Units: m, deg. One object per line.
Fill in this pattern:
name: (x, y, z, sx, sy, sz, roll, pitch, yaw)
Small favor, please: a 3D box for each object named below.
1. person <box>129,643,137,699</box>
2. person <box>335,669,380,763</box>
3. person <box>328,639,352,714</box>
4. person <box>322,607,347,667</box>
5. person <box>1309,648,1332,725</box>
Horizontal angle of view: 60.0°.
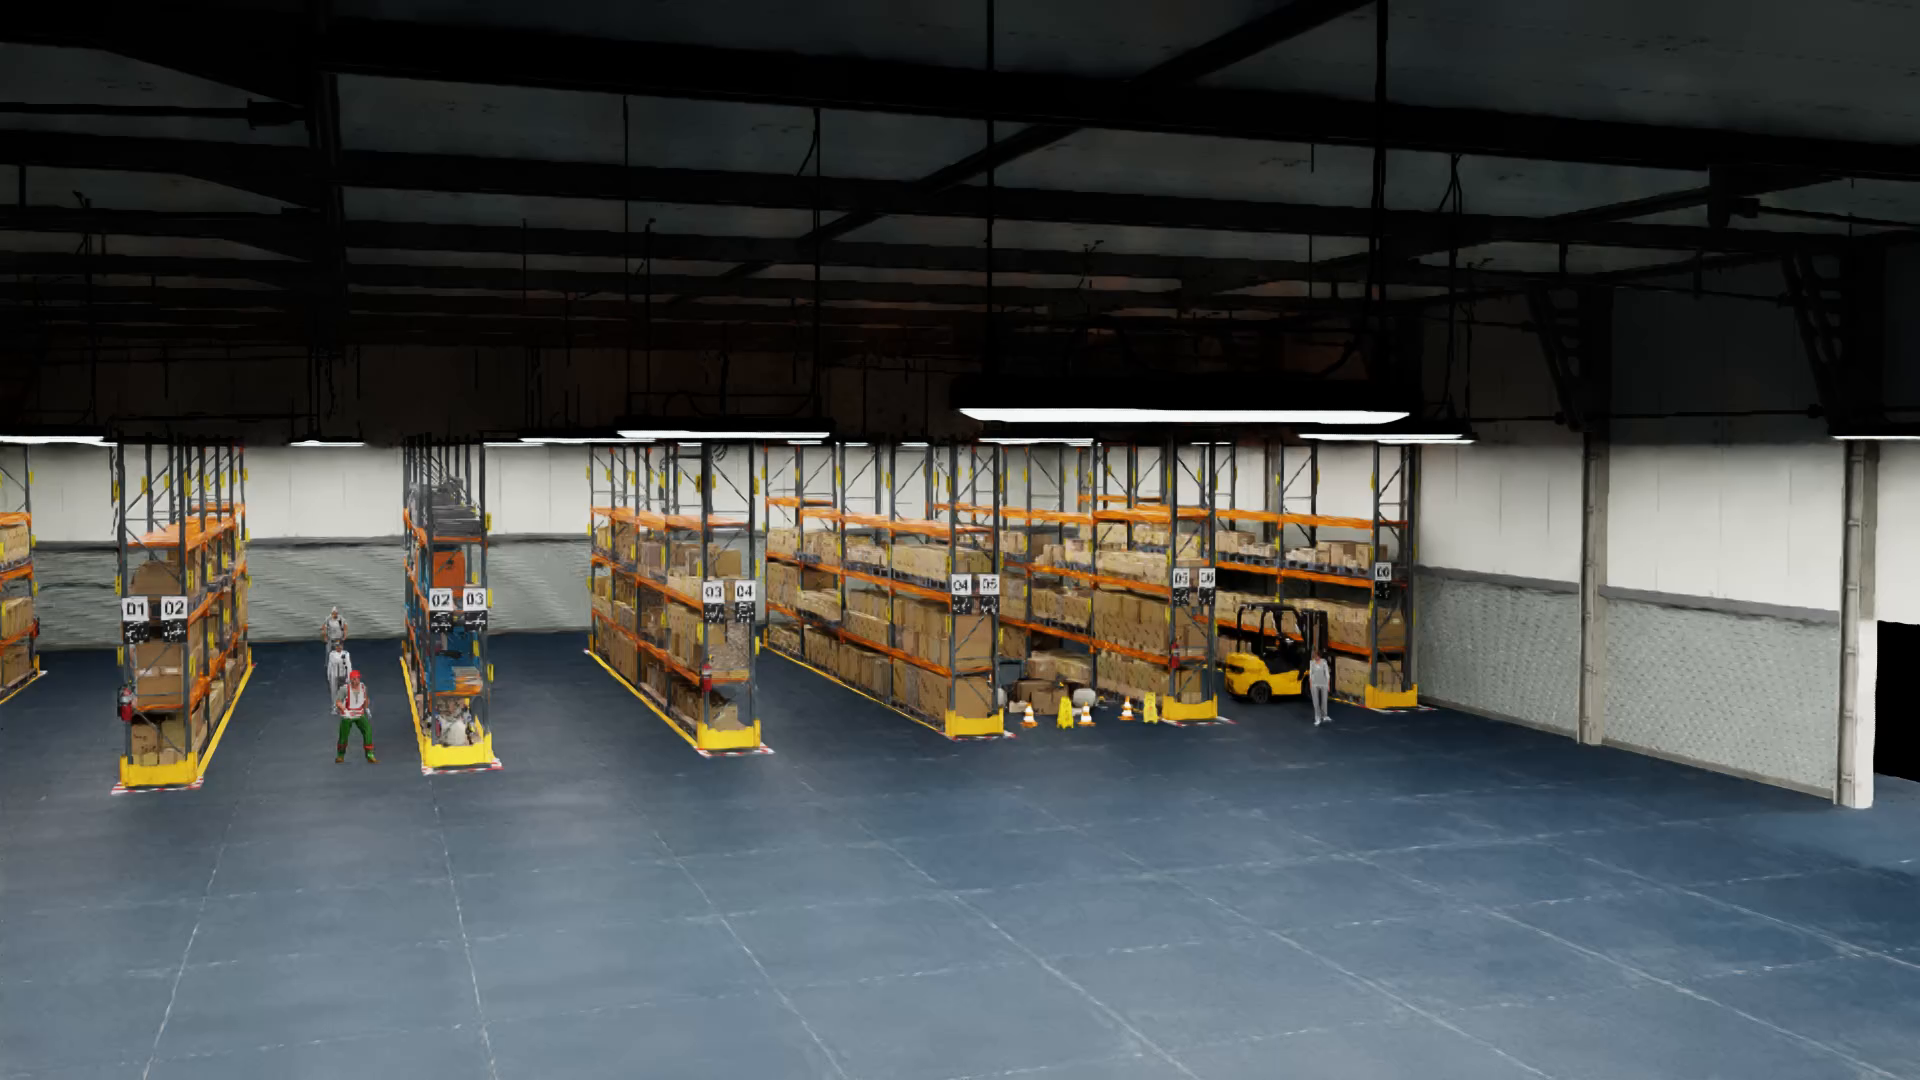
person: (-18.813, 2.771, 37.931, 0.477, 1.675, 0.487, 1, 3, 10)
person: (-10.979, 3.181, 30.131, 0.686, 1.716, 0.838, -2, 4, -36)
person: (-13.404, 2.916, 35.934, 0.488, 1.590, 1.079, -1, 3, -22)
person: (-16.272, 2.530, 43.284, 0.625, 1.607, 0.582, -1, 3, -22)
person: (7.484, 3.027, 34.537, 0.469, 1.571, 0.508, 1, 3, 18)
